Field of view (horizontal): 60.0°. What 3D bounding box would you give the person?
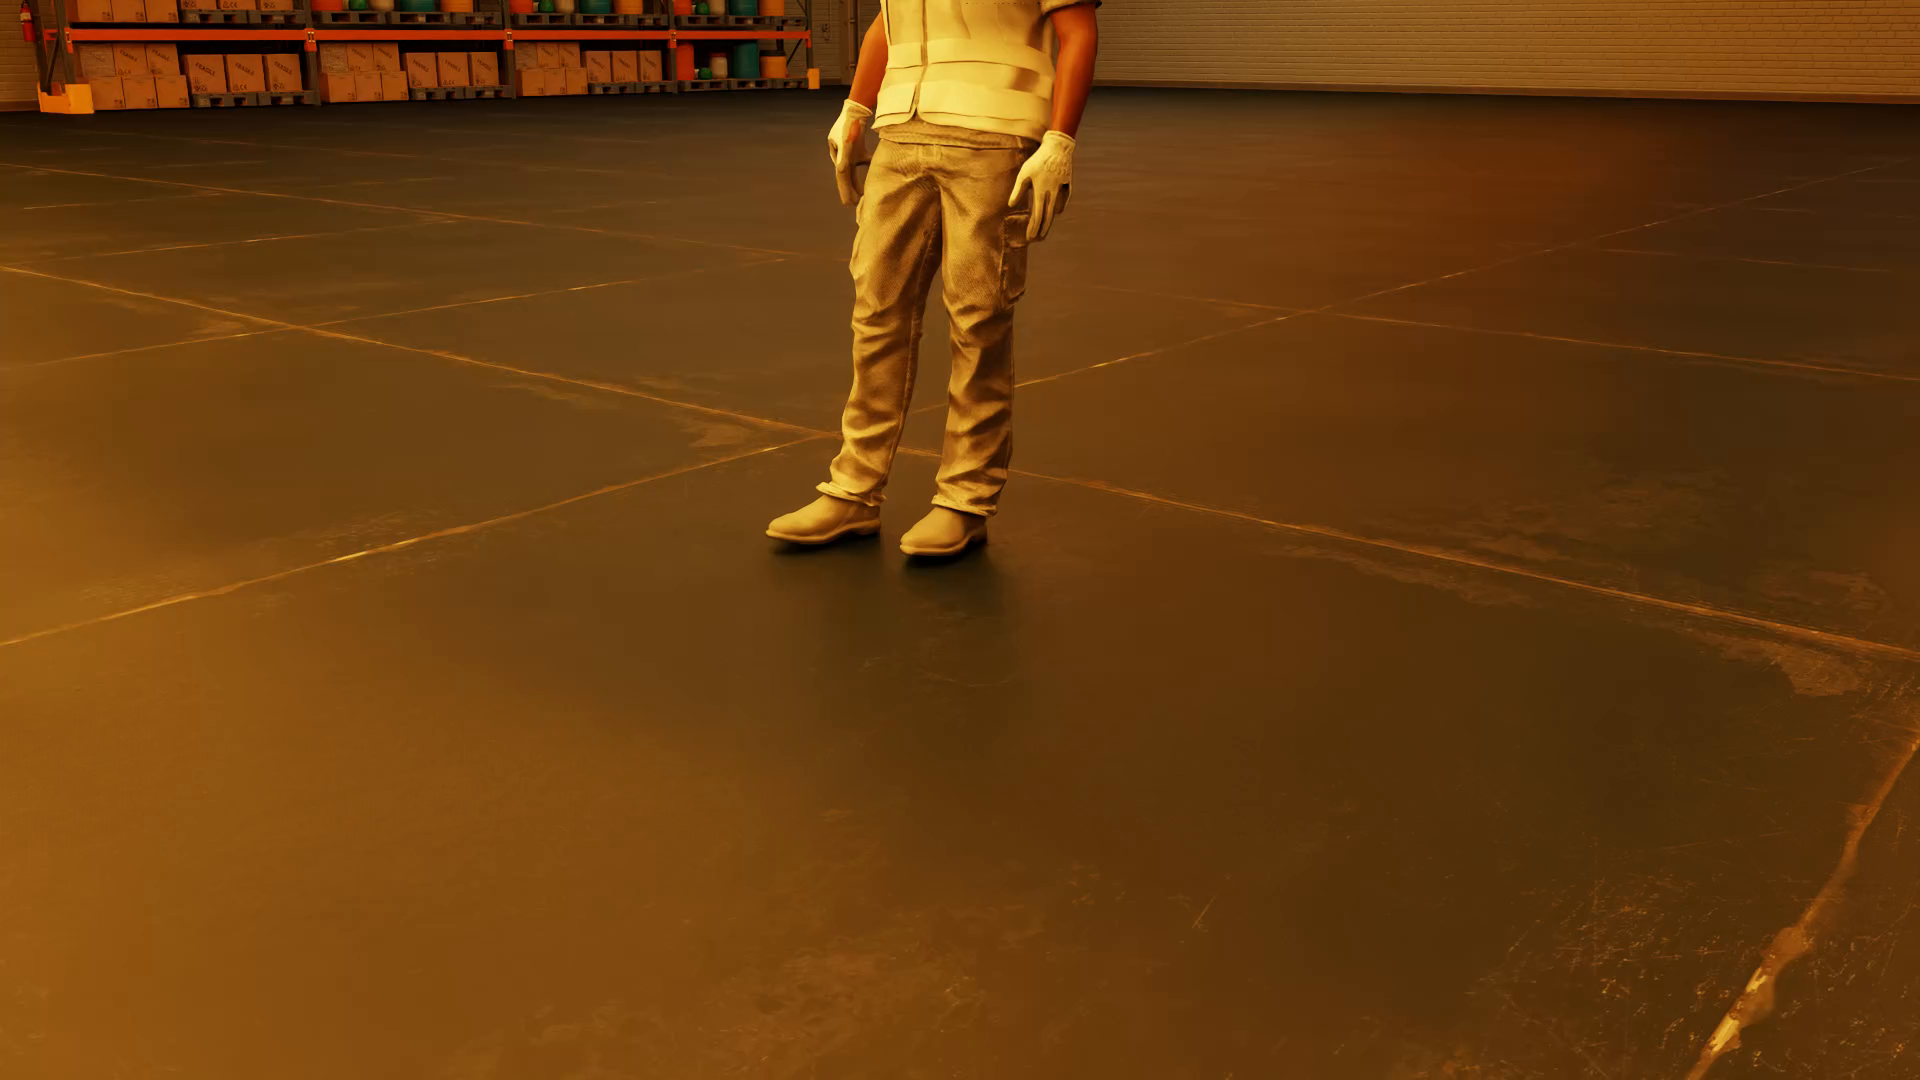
[{"bbox_3d":[-0.052,-0.845,3.632,0.656,1.784,0.575,13,21,37],"label":"person"}]
